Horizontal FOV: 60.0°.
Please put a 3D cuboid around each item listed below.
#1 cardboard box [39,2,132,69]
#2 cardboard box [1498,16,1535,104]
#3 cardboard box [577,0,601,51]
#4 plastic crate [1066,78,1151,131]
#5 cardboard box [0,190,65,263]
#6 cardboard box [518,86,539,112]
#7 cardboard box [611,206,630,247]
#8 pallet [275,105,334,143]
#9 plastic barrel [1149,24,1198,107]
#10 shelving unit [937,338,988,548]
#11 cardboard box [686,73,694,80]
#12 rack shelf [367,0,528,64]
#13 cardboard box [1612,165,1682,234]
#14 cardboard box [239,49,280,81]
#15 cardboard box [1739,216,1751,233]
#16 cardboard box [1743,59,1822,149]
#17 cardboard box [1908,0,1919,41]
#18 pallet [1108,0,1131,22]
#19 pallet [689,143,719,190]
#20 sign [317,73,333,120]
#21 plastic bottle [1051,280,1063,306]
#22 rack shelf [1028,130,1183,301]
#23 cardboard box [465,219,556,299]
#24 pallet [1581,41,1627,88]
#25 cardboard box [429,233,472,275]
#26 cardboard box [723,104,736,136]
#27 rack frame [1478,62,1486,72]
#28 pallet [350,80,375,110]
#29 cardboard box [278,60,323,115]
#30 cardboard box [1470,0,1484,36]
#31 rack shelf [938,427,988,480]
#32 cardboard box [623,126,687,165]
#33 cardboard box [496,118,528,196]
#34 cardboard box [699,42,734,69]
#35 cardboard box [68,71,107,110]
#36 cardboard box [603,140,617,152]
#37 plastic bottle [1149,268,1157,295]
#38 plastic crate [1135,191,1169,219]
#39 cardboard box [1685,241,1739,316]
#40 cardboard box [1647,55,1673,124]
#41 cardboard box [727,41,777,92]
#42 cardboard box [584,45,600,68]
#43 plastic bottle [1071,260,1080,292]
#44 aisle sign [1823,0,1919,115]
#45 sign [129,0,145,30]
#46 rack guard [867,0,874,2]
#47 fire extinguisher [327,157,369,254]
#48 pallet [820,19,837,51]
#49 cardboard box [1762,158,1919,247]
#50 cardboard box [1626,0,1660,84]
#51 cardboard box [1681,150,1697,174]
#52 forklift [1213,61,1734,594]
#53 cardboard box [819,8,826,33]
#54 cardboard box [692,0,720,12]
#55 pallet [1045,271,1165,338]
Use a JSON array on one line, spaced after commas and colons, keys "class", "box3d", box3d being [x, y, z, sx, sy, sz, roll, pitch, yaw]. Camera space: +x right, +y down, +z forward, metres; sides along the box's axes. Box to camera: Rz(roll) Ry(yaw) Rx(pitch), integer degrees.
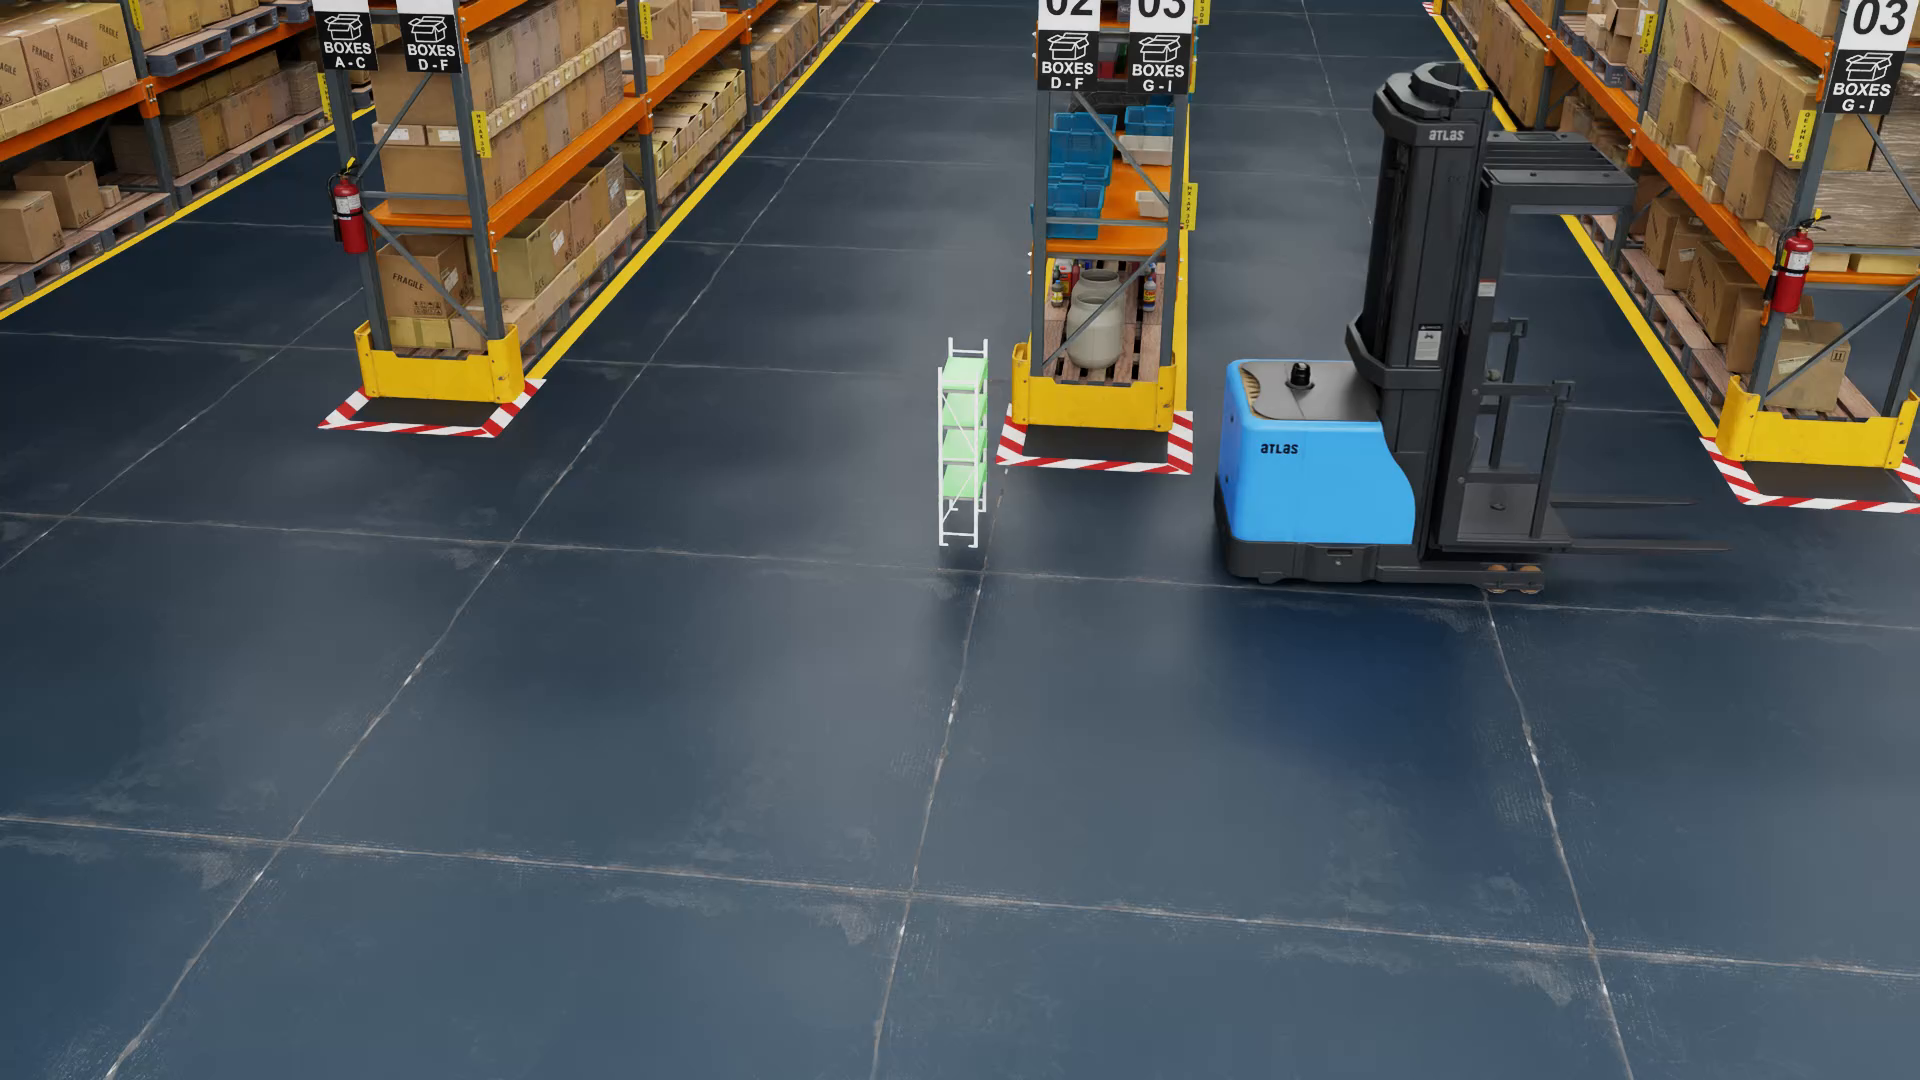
[{"class": "cardboard box", "box3d": [-8.085, -4.666, 15.387, 0.500, 0.500, 0.500, 3, 28, 6]}, {"class": "cardboard box", "box3d": [7.126, -5.645, 19.655, 1.225, 0.875, 0.875, 3, 29, 6]}, {"class": "cardboard box", "box3d": [-3.526, -4.515, 14.288, 0.700, 0.500, 0.500, 3, 28, 6]}, {"class": "plastic crate", "box3d": [1.308, -3.791, 14.483, 0.767, 0.338, 0.504, 3, 28, 6]}, {"class": "cardboard box", "box3d": [-8.441, -2.775, 14.702, 0.700, 0.500, 0.500, 2, 28, 3]}, {"class": "cardboard box", "box3d": [-3.521, -3.452, 12.998, 0.380, 0.149, 0.250, 2, 28, 4]}, {"class": "cardboard box", "box3d": [-3.329, -2.856, 15.137, 0.500, 0.250, 0.500, 3, 28, 6]}, {"class": "pallet", "box3d": [-7.942, -4.921, 19.454, 1.003, 0.211, 1.213, 3, 28, 6]}, {"class": "plastic barrel", "box3d": [1.846, -4.443, 15.098, 0.600, 0.901, 0.708, 3, 28, 6]}, {"class": "shelving unit", "box3d": [0.020, -0.606, 10.402, 0.258, 1.200, 0.503, 3, 28, 6]}, {"class": "cardboard box", "box3d": [-3.283, -5.222, 18.938, 0.500, 0.311, 0.500, 4, 29, 8]}, {"class": "rack shelf", "box3d": [-3.663, -4.410, 13.161, 1.077, 0.370, 4.000, 3, 28, 6]}, {"class": "cardboard box", "box3d": [6.510, -3.151, 15.400, 0.700, 0.500, 0.500, 1, 28, 2]}, {"class": "cardboard box", "box3d": [-8.013, -5.333, 18.660, 0.500, 0.250, 0.500, 4, 29, 7]}, {"class": "cardboard box", "box3d": [5.810, -2.278, 11.872, 0.380, 0.149, 0.250, 3, 28, 6]}, {"class": "cardboard box", "box3d": [5.801, -3.011, 11.496, 0.500, 0.500, 0.500, 3, 28, 6]}, {"class": "cardboard box", "box3d": [6.239, -3.353, 10.600, 0.500, 0.250, 0.500, 4, 29, 8]}, {"class": "pallet", "box3d": [1.206, -3.796, 11.462, 1.003, 0.211, 1.213, 3, 28, 6]}, {"class": "pallet", "box3d": [-3.219, -4.045, 17.827, 1.003, 0.211, 1.213, 3, 28, 6]}, {"class": "sign", "box3d": [-4.445, -3.117, 11.694, 0.100, 0.325, 0.005, 3, 28, 6]}, {"class": "plastic bottle", "box3d": [0.798, -2.027, 13.628, 0.097, 0.201, 0.097, 0, 28, 0]}, {"class": "rack shelf", "box3d": [1.253, -2.800, 13.335, 1.077, 0.370, 4.000, 3, 28, 6]}, {"class": "cardboard box", "box3d": [-3.562, -2.244, 13.211, 0.500, 0.500, 0.500, 3, 28, 6]}, {"class": "pallet", "box3d": [6.702, -4.634, 16.184, 1.003, 0.211, 1.213, 3, 28, 6]}, {"class": "cardboard box", "box3d": [-4.029, -2.510, 13.705, 0.500, 0.500, 0.500, 3, 28, 6]}, {"class": "cardboard box", "box3d": [-2.810, -4.700, 18.560, 0.500, 0.250, 0.500, 3, 28, 6]}, {"class": "rack frame", "box3d": [7.394, -7.536, 21.367, 1.000, 3.000, 0.127, 3, 28, 6]}, {"class": "pallet", "box3d": [-7.673, -5.656, 20.817, 1.003, 0.211, 1.213, 3, 28, 6]}, {"class": "cardboard box", "box3d": [-7.881, -5.268, 19.329, 0.700, 0.500, 0.500, 4, 29, 7]}, {"class": "cardboard box", "box3d": [7.664, -7.515, 23.126, 0.875, 0.875, 0.875, 3, 28, 6]}, {"class": "rack shelf", "box3d": [0.020, -0.550, 10.432, 0.258, 0.148, 0.480, 3, 28, 6]}, {"class": "cardboard box", "box3d": [-3.053, -3.984, 16.640, 0.500, 0.311, 0.500, 3, 28, 6]}, {"class": "cardboard box", "box3d": [-3.778, -2.975, 12.796, 0.700, 0.500, 0.500, 4, 29, 8]}, {"class": "cardboard box", "box3d": [-3.046, -5.777, 20.275, 0.500, 0.500, 0.500, 4, 29, 8]}, {"class": "cardboard box", "box3d": [-8.161, -4.102, 15.130, 0.500, 0.250, 0.500, 3, 29, 6]}, {"class": "cardboard box", "box3d": [-3.653, -3.776, 16.253, 0.500, 0.311, 0.500, 3, 28, 6]}, {"class": "plastic bottle", "box3d": [1.585, -2.114, 13.703, 0.061, 0.283, 0.133, 4, 29, 7]}, {"class": "plastic crate", "box3d": [1.437, -2.461, 12.226, 0.298, 0.136, 0.250, 3, 28, 6]}, {"class": "cardboard box", "box3d": [6.264, -2.102, 13.473, 0.500, 0.500, 0.500, 1, 28, 2]}, {"class": "cardboard box", "box3d": [6.297, -3.737, 13.897, 0.875, 0.500, 0.500, 3, 28, 6]}, {"class": "cardboard box", "box3d": [-2.530, -5.768, 20.258, 0.500, 0.500, 0.500, 2, 28, 4]}, {"class": "cardboard box", "box3d": [-3.331, -4.173, 14.336, 0.380, 0.149, 0.250, 3, 28, 6]}, {"class": "plastic bottle", "box3d": [0.962, -2.174, 13.815, 0.061, 0.283, 0.133, 3, 28, 6]}, {"class": "aisle sign", "box3d": [5.618, -3.020, 10.244, 0.394, 0.787, 0.004, 3, 28, 6]}, {"class": "sign", "box3d": [-7.795, -4.987, 15.723, 0.100, 0.325, 0.005, 3, 28, 6]}, {"class": "rack guard", "box3d": [-1.957, -8.860, 26.460, 1.175, 0.500, 0.348, 3, 28, 6]}, {"class": "fire extinguisher", "box3d": [-4.383, -2.402, 11.919, 0.296, 0.674, 0.183, 3, 28, 6]}, {"class": "pallet", "box3d": [-2.352, -7.209, 23.700, 1.003, 0.211, 1.213, 3, 28, 6]}, {"class": "cardboard box", "box3d": [6.018, -2.319, 11.266, 0.875, 0.500, 0.500, 3, 28, 6]}, {"class": "cardboard box", "box3d": [6.650, -4.585, 14.814, 1.000, 1.000, 1.000, 4, 29, 7]}, {"class": "cardboard box", "box3d": [5.960, -2.986, 13.187, 0.380, 0.149, 0.250, 3, 28, 6]}, {"class": "forklift", "box3d": [3.144, -1.226, 9.727, 3.031, 2.935, 1.130, 1, 28, 2]}, {"class": "cardboard box", "box3d": [-2.171, -7.308, 23.316, 0.500, 0.311, 0.500, 3, 28, 6]}, {"class": "cardboard box", "box3d": [-3.015, -6.022, 18.652, 0.500, 0.311, 0.500, 5, 29, 9]}, {"class": "pallet", "box3d": [1.227, -1.941, 13.922, 1.003, 0.211, 1.213, 3, 28, 6]}]
